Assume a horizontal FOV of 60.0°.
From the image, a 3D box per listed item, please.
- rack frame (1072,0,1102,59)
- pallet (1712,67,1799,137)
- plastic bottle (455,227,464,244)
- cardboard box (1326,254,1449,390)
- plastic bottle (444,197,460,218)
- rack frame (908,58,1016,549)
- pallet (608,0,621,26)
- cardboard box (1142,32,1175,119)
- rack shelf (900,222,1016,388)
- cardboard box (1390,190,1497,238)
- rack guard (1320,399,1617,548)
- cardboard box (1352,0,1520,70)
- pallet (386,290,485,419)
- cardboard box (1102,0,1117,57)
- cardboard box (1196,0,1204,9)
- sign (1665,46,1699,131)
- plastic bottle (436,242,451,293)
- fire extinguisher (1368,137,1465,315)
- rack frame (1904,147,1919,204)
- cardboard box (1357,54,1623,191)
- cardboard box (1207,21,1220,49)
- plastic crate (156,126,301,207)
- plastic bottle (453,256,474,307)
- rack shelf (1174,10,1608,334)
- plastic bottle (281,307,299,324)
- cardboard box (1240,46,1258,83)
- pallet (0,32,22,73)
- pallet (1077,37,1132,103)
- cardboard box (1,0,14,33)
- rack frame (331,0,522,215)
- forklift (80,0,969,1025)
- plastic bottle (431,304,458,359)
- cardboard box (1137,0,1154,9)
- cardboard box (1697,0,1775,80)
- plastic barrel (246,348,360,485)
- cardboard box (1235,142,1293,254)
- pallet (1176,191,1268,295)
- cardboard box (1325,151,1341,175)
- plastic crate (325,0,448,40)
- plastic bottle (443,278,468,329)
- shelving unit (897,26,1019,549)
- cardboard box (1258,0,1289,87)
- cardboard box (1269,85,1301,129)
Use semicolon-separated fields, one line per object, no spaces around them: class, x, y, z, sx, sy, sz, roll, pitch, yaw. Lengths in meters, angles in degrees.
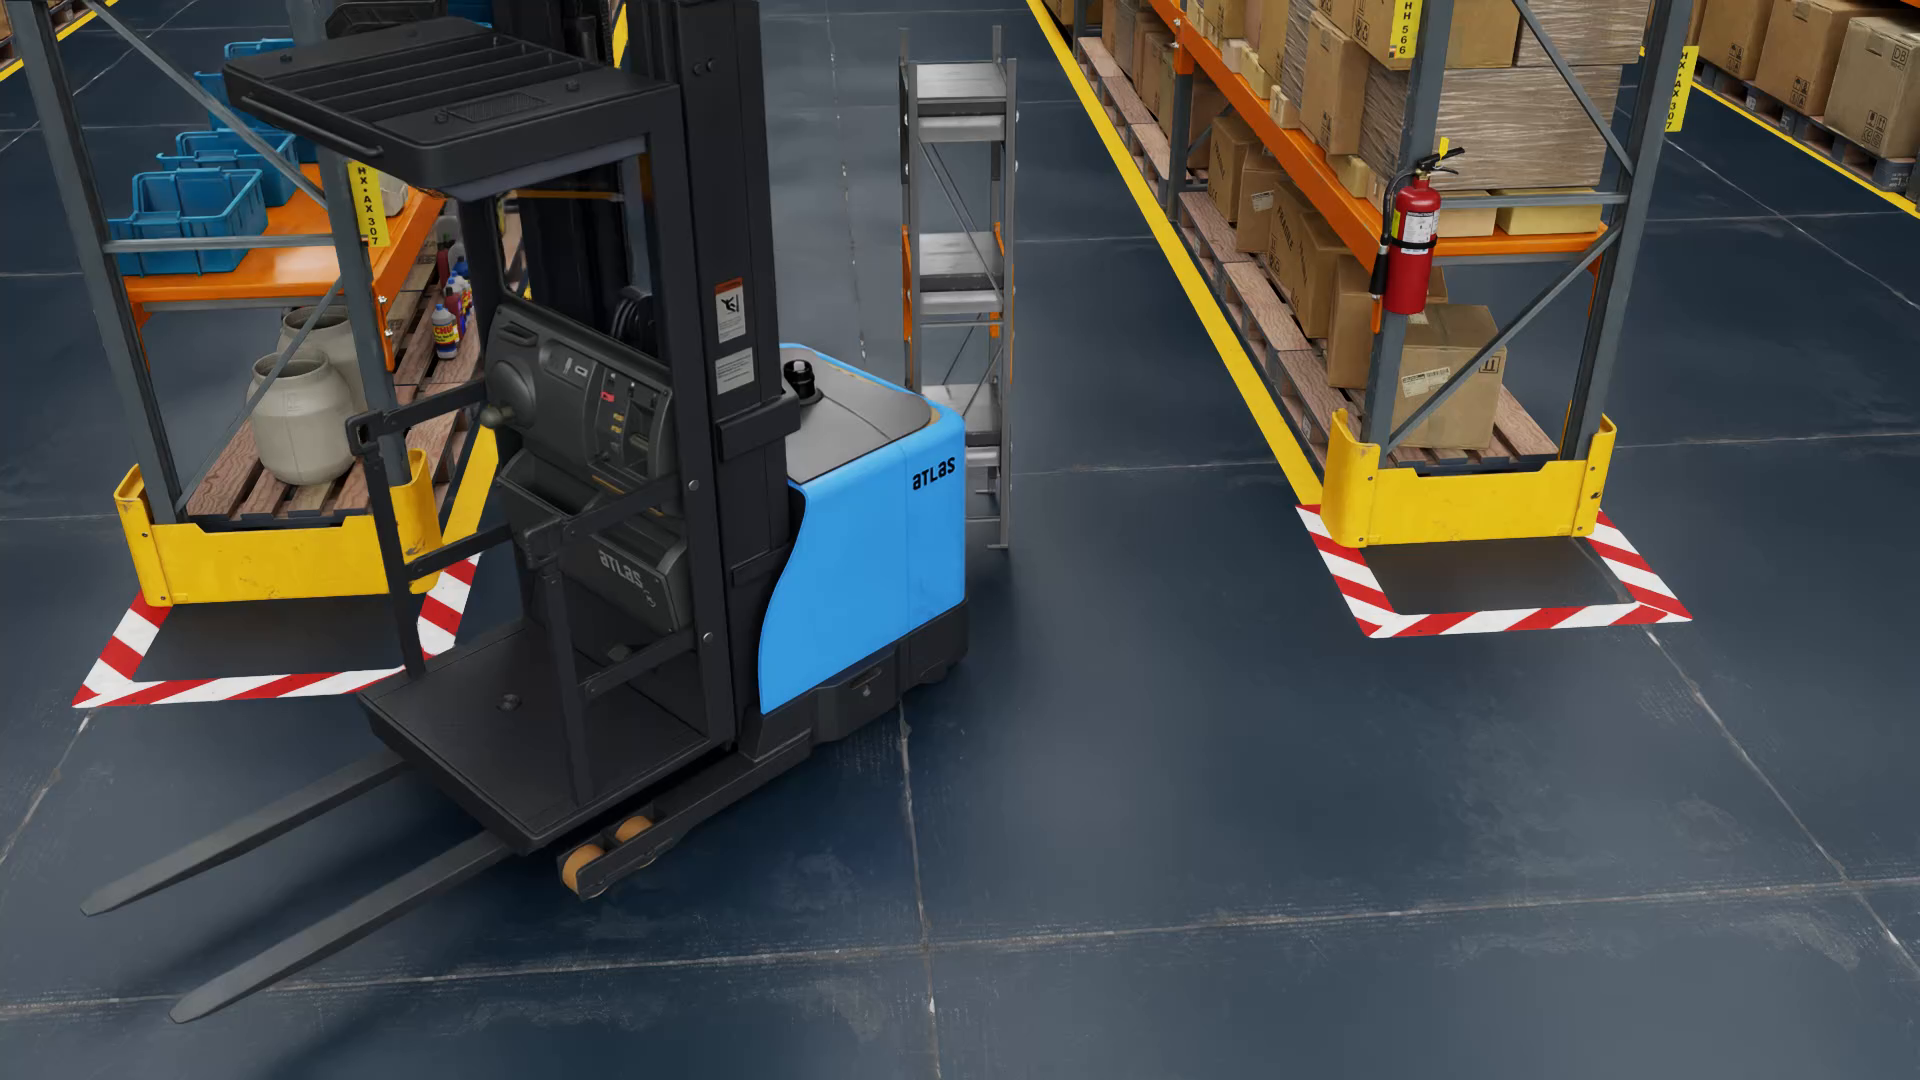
rack frame;1.460;-5.413;13.388;1.000;3.000;0.127;-3;31;-5
pallet;6.517;-3.375;12.694;1.003;0.211;1.213;-3;31;-5
plastic bottle;-2.702;-1.608;9.171;0.144;0.351;0.185;-3;31;-5
cardboard box;2.076;-1.059;8.126;0.500;0.500;0.500;5;31;8
plastic bottle;-2.894;-1.864;9.599;0.144;0.351;0.185;-3;31;-5
rack frame;0.007;-0.861;6.644;0.400;2.100;0.015;-3;31;-5
pallet;-3.697;-5.001;15.417;1.003;0.211;1.213;-3;31;-5
cardboard box;1.719;-3.331;11.911;0.700;0.500;0.500;-5;31;-9
rack shelf;-0.015;-0.974;6.860;0.431;0.518;0.480;-3;31;-5
cardboard box;1.975;-1.357;6.841;0.380;0.149;0.250;-3;31;-5
rack guard;2.200;-0.295;7.256;1.175;0.500;0.348;-3;31;-5
cardboard box;1.910;-2.198;6.642;0.500;0.500;0.500;-3;31;-5
pallet;-2.959;-0.968;8.664;1.003;0.211;1.213;-3;31;-5
cardboard box;1.543;-4.188;13.345;0.700;0.500;0.500;-4;31;-7
cardboard box;1.814;-3.309;9.477;0.875;0.500;0.500;-3;31;-5
sign;2.748;-1.727;6.371;0.100;0.325;0.005;-3;31;-5
plastic bottle;-2.797;-1.490;9.040;0.061;0.283;0.133;-3;31;-5
fire extinguisher;1.759;-1.215;6.435;0.296;0.674;0.183;-3;31;-5
rack frame;6.782;-3.557;10.280;1.000;3.000;0.127;-3;31;-5
cardboard box;2.183;-1.782;6.920;0.875;0.500;0.500;-3;31;-5
cardboard box;1.616;-2.885;9.399;0.380;0.149;0.250;-3;31;-5
plastic crate;-3.123;-1.601;7.150;0.499;0.251;0.408;-3;31;-5
plastic bottle;-2.643;-1.379;8.866;0.097;0.271;0.097;0;31;0
rack shelf;2.021;-2.041;8.444;1.077;0.370;4.000;-3;31;-5
plastic bottle;-3.361;-1.090;8.369;0.061;0.283;0.133;-2;31;-3
cardboard box;1.696;-2.502;8.759;0.380;0.149;0.250;-3;31;-5
pallet;-8.435;-4.126;13.953;1.003;0.211;1.213;-3;31;-5
pallet;1.532;-3.817;13.435;1.003;0.211;1.213;-3;31;-5
cardboard box;-8.216;-4.569;13.984;0.500;0.500;0.500;-4;31;-6
rack frame;-3.098;-3.134;9.571;1.000;3.000;0.127;-3;31;-5
forklift;-1.349;-0.411;5.079;1.130;2.935;3.031;26;40;37
plastic bottle;-2.583;-1.050;8.314;0.097;0.271;0.097;0;31;0
cardboard box;1.612;-4.240;12.701;0.500;0.250;0.500;1;31;1
cardboard box;6.460;-4.052;12.894;1.050;0.750;0.750;-2;31;-4
plastic barrel;-2.861;-0.536;7.239;0.421;0.512;0.421;0;31;0
cardboard box;1.892;-1.980;9.668;0.500;0.500;0.500;7;32;11
pallet;1.932;-1.833;10.113;1.003;0.211;1.213;-3;31;-5
cardboard box;1.870;-1.738;7.479;0.380;0.149;0.250;-3;31;-5
plastic crate;-3.175;-2.834;9.130;0.767;0.338;0.504;-3;31;-5
plastic bottle;-2.615;-1.225;8.607;0.097;0.271;0.097;0;31;0
shelving unit;-0.015;-0.986;6.853;0.431;2.100;0.503;-3;31;-5
cardboard box;1.979;-2.544;8.197;0.875;0.500;0.500;-3;31;-5
cardboard box;1.731;-2.118;8.115;0.380;0.149;0.250;-3;31;-5
